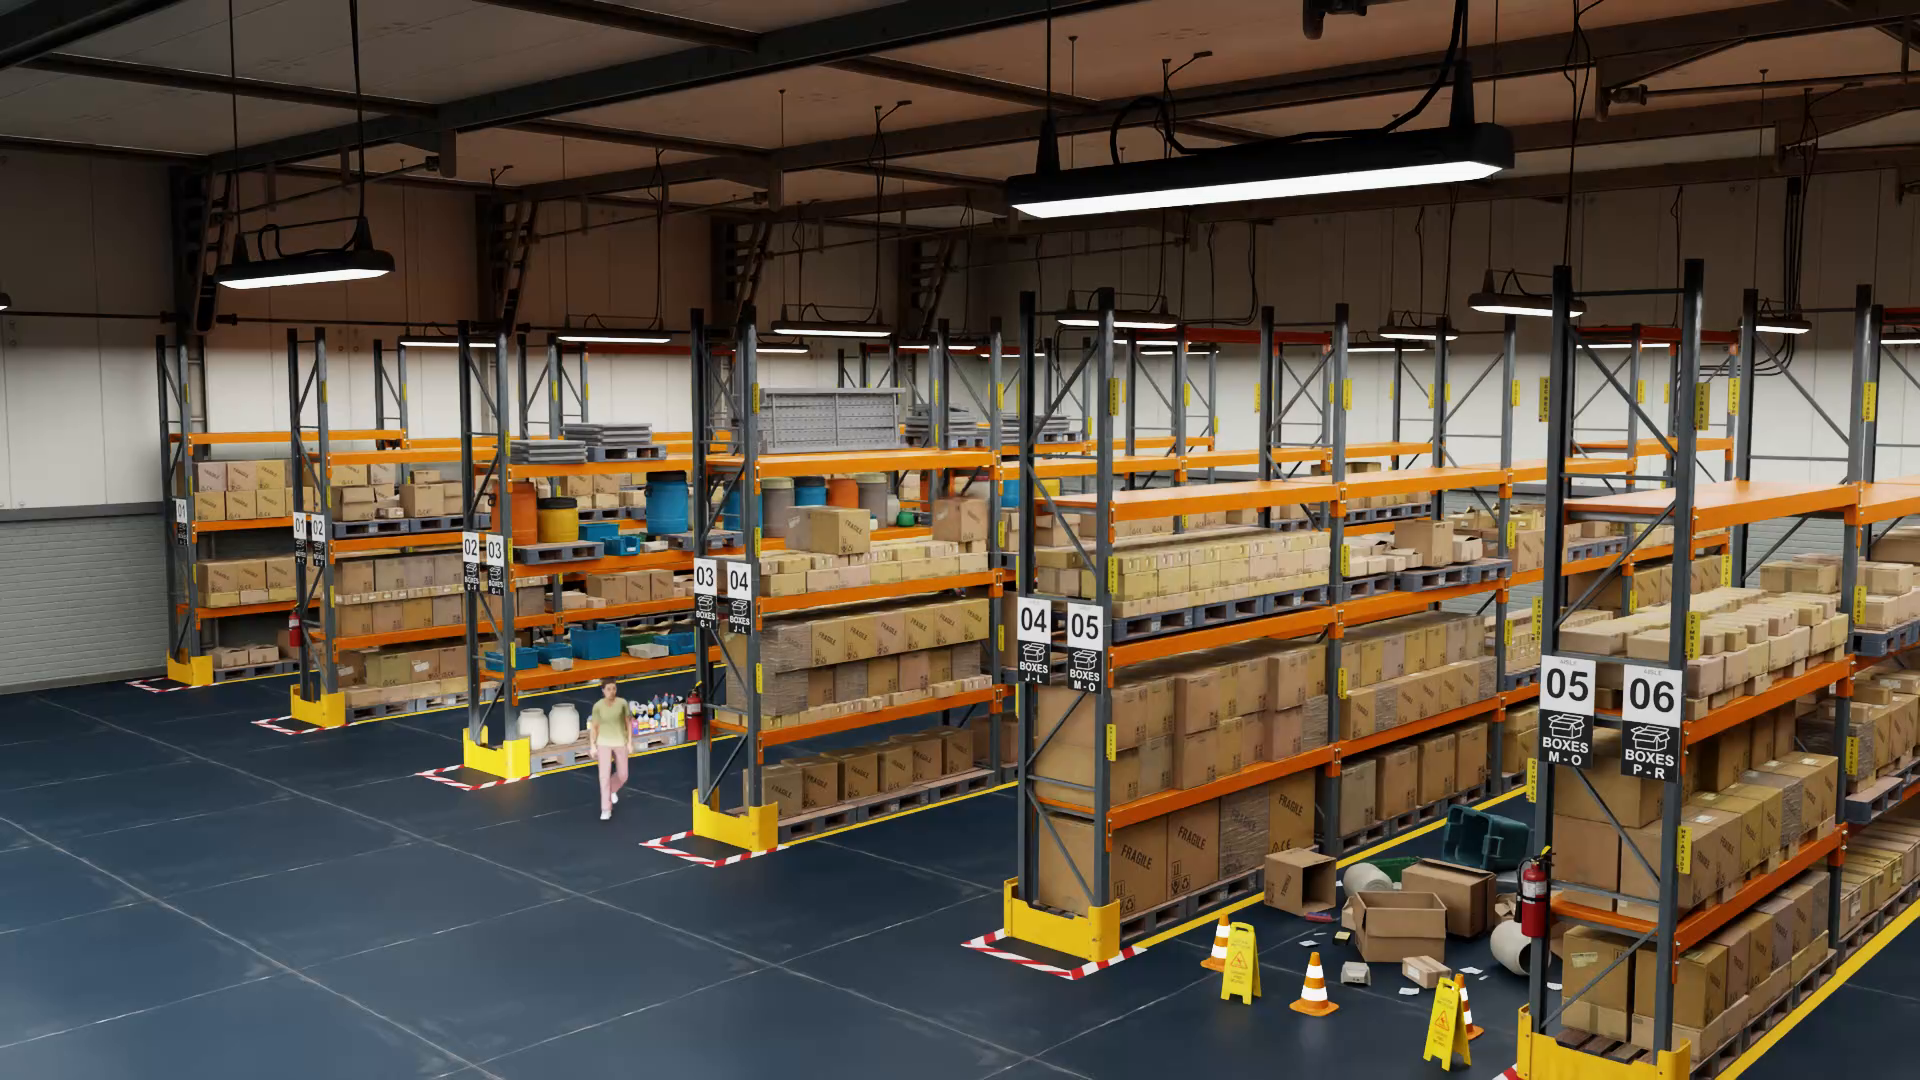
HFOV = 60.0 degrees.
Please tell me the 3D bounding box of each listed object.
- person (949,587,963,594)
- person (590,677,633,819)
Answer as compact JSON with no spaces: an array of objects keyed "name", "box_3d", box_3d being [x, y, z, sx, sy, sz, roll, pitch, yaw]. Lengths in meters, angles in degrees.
[{"name":"person","box_3d":[0.078,1.181,33.987,0.683,1.601,0.590,-4,7,-37]},{"name":"person","box_3d":[-4.179,2.462,19.944,0.498,1.645,0.783,-2,6,-17]}]
